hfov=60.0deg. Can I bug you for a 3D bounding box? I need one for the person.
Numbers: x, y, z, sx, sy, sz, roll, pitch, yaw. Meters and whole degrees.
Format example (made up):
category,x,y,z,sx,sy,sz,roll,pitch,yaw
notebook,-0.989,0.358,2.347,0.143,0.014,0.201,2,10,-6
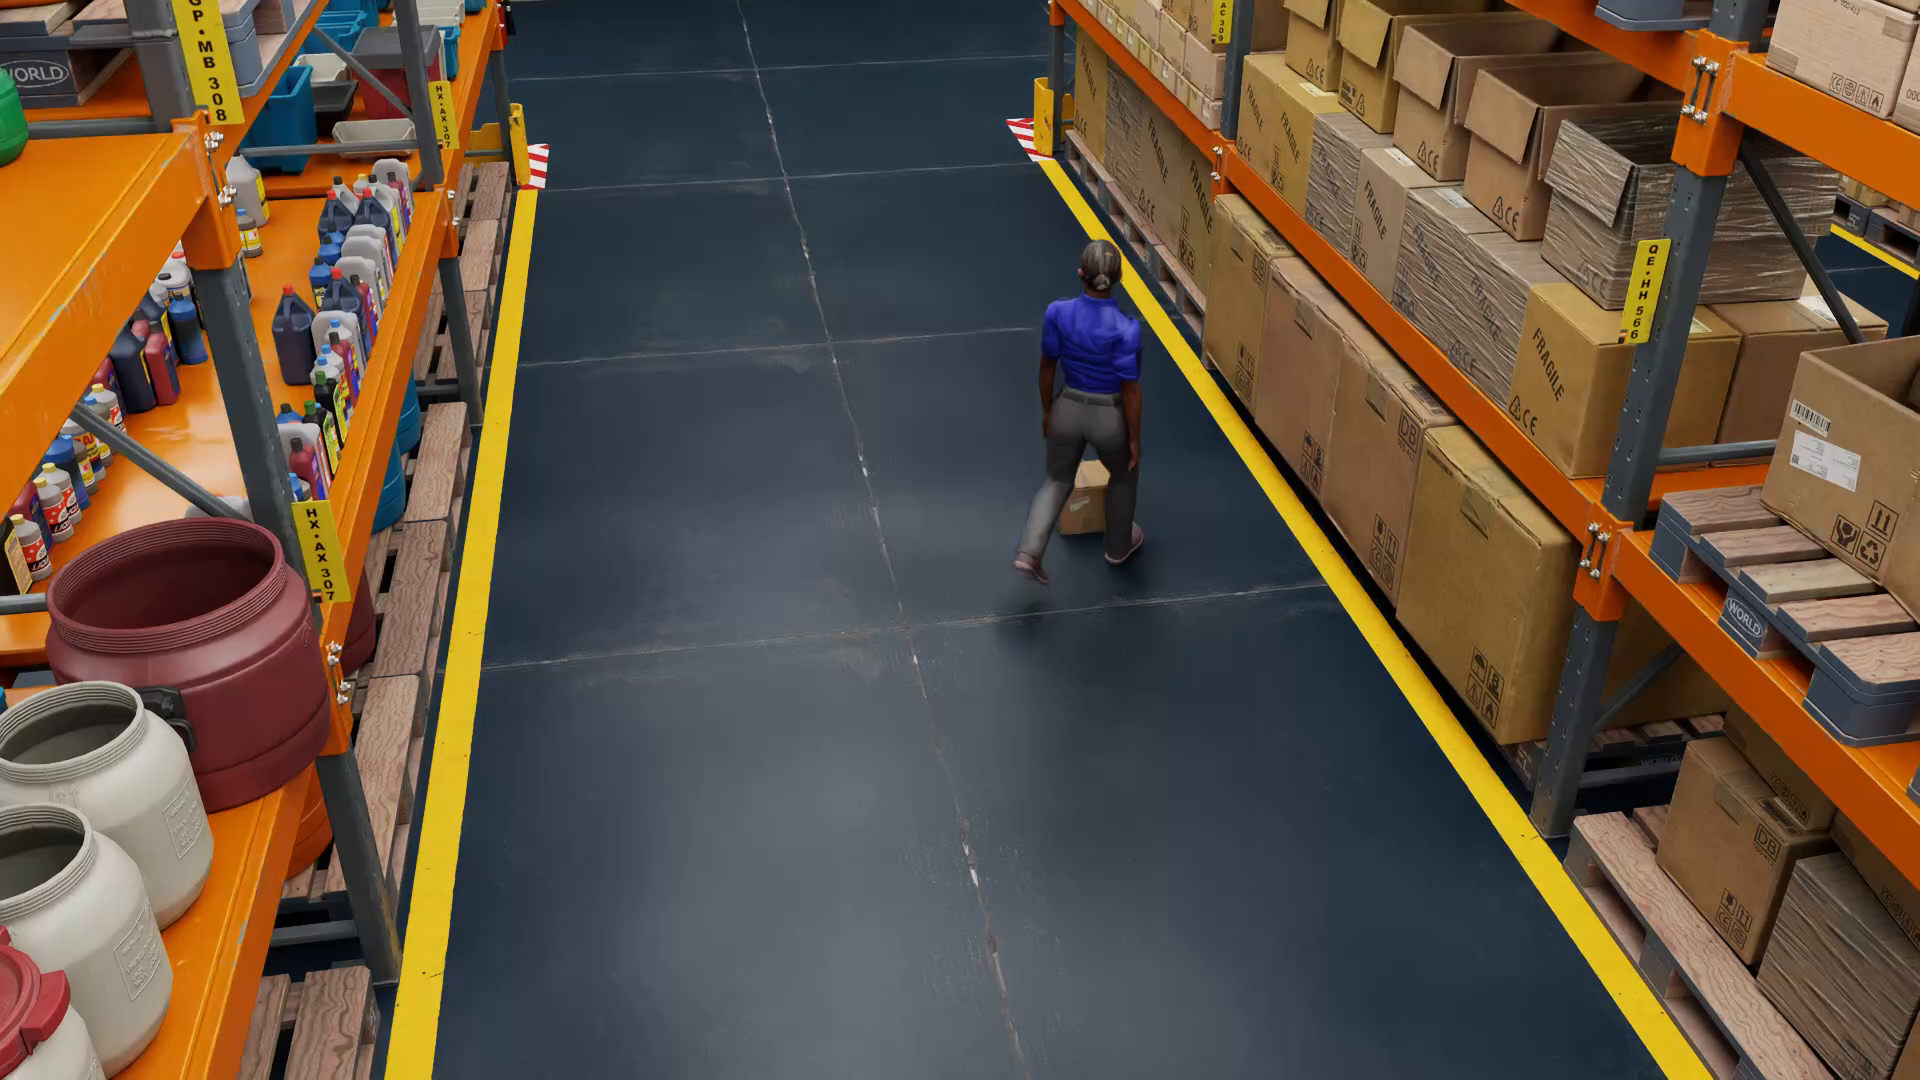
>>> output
category,x,y,z,sx,sy,sz,roll,pitch,yaw
person,0.566,-0.532,7.044,0.466,1.611,0.862,13,33,21
